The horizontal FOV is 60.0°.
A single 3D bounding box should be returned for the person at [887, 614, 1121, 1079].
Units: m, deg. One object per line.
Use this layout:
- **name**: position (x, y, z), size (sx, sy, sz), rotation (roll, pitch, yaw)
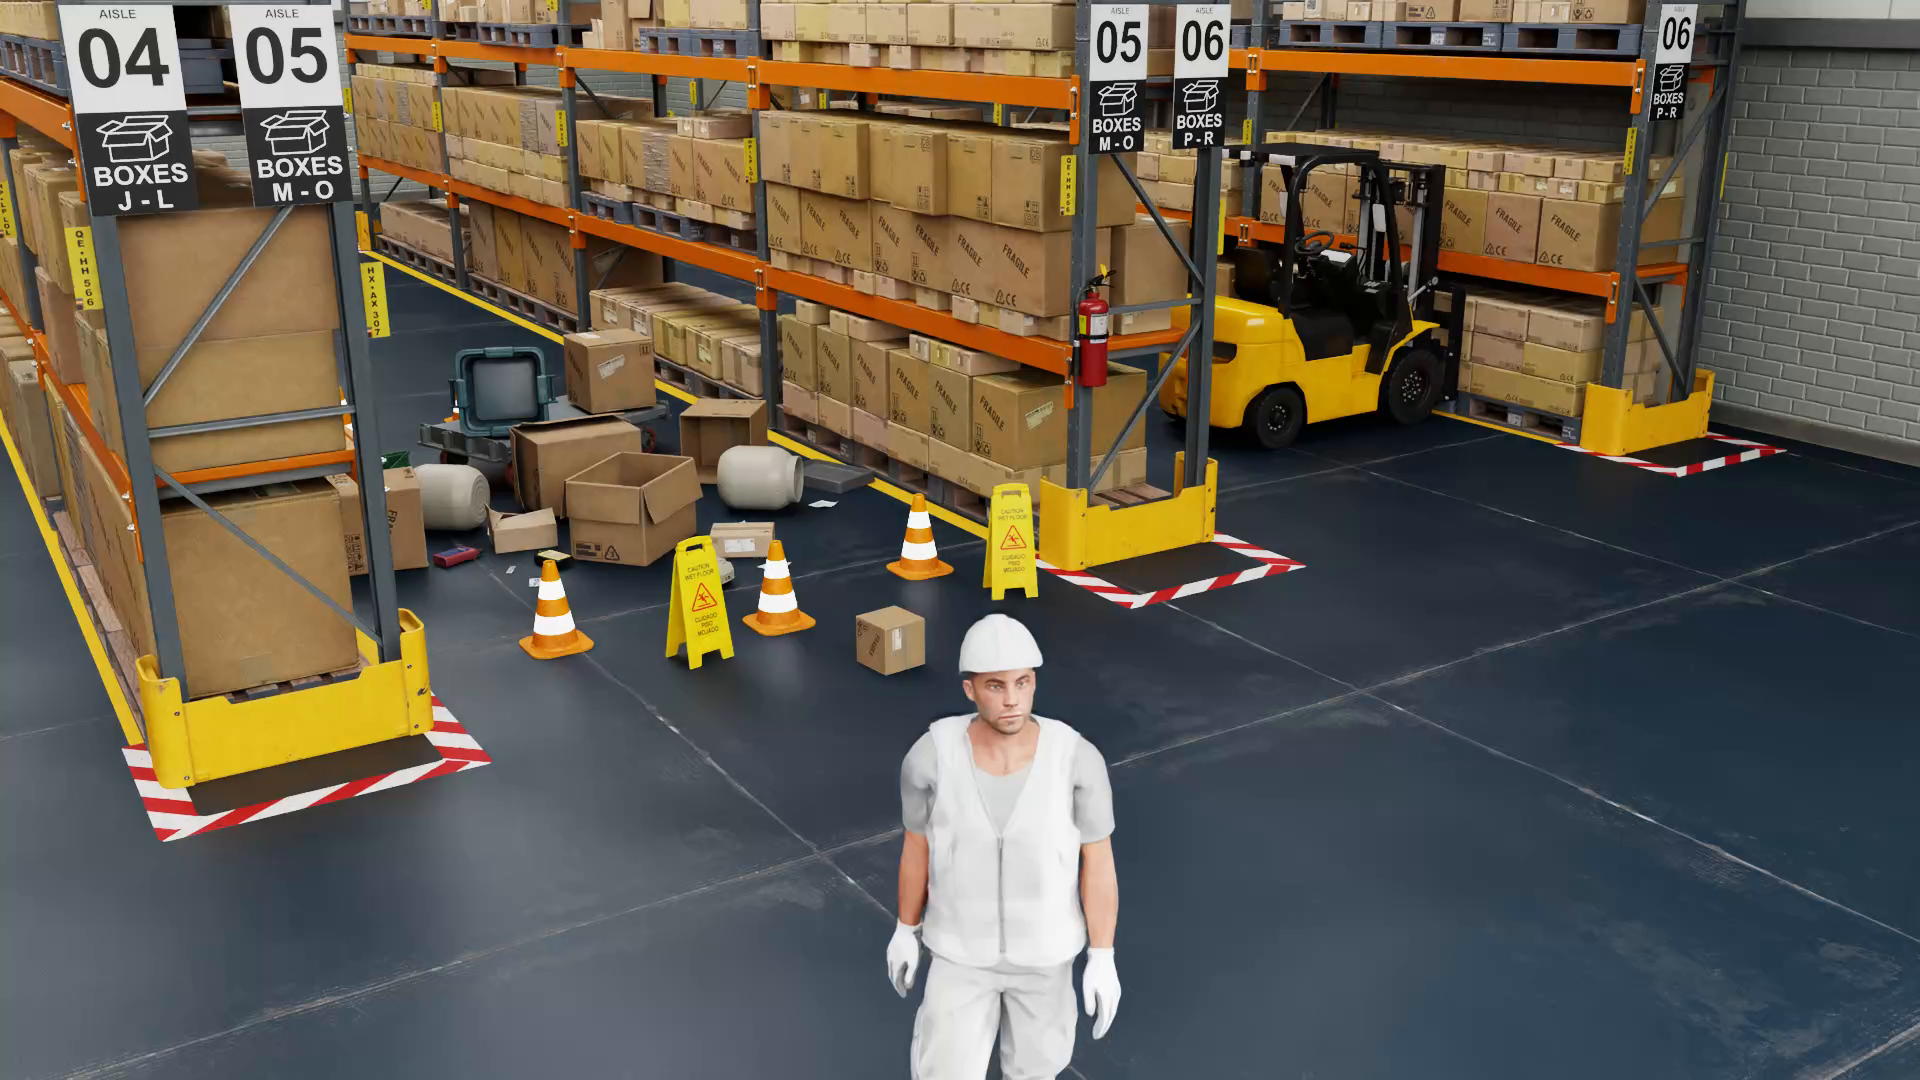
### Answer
- **person**: position (0.104, 1.082, 4.185), size (0.590, 1.841, 0.513), rotation (0, 18, 0)
